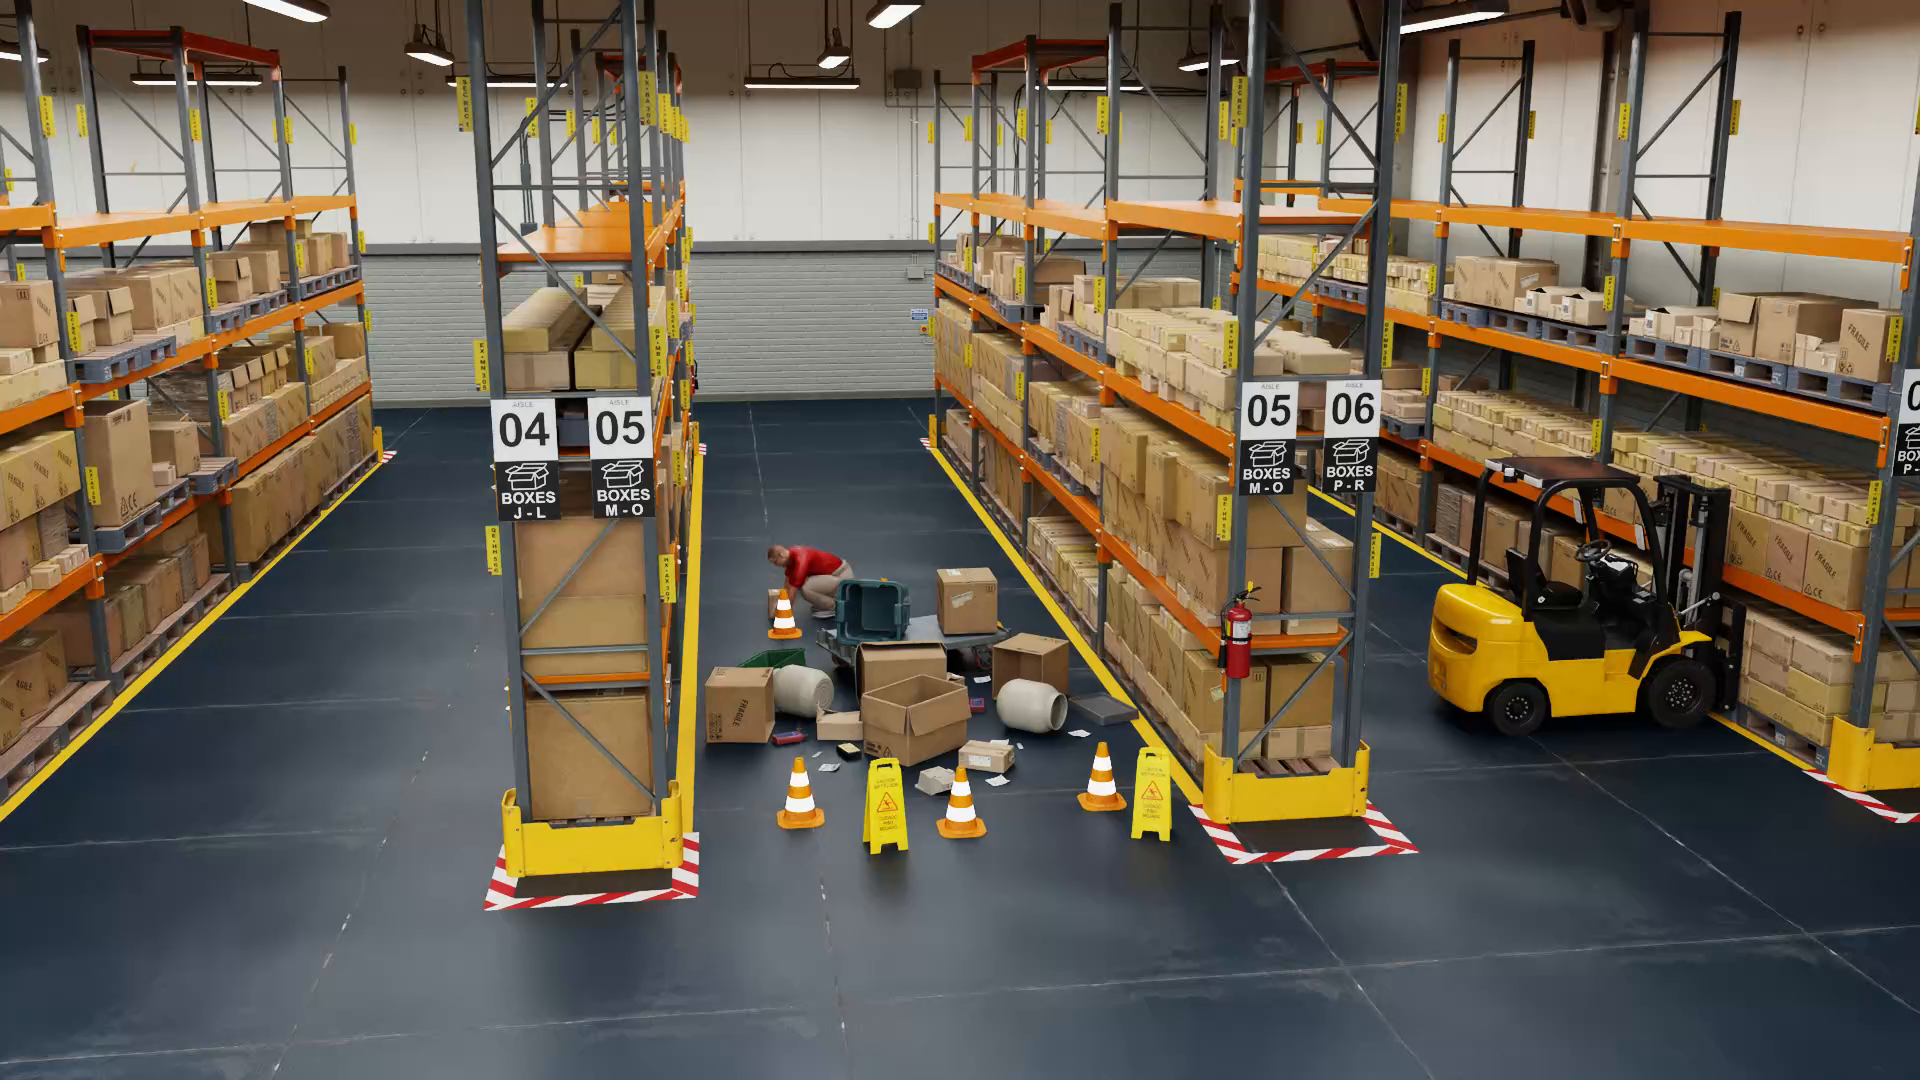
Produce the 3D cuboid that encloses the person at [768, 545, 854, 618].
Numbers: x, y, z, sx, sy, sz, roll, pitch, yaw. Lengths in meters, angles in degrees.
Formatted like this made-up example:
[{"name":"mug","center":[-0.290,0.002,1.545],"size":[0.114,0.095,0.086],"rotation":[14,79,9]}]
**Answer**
[{"name":"person","center":[-1.559,0.438,17.410],"size":[0.891,0.851,0.546],"rotation":[-2,13,-9]}]
